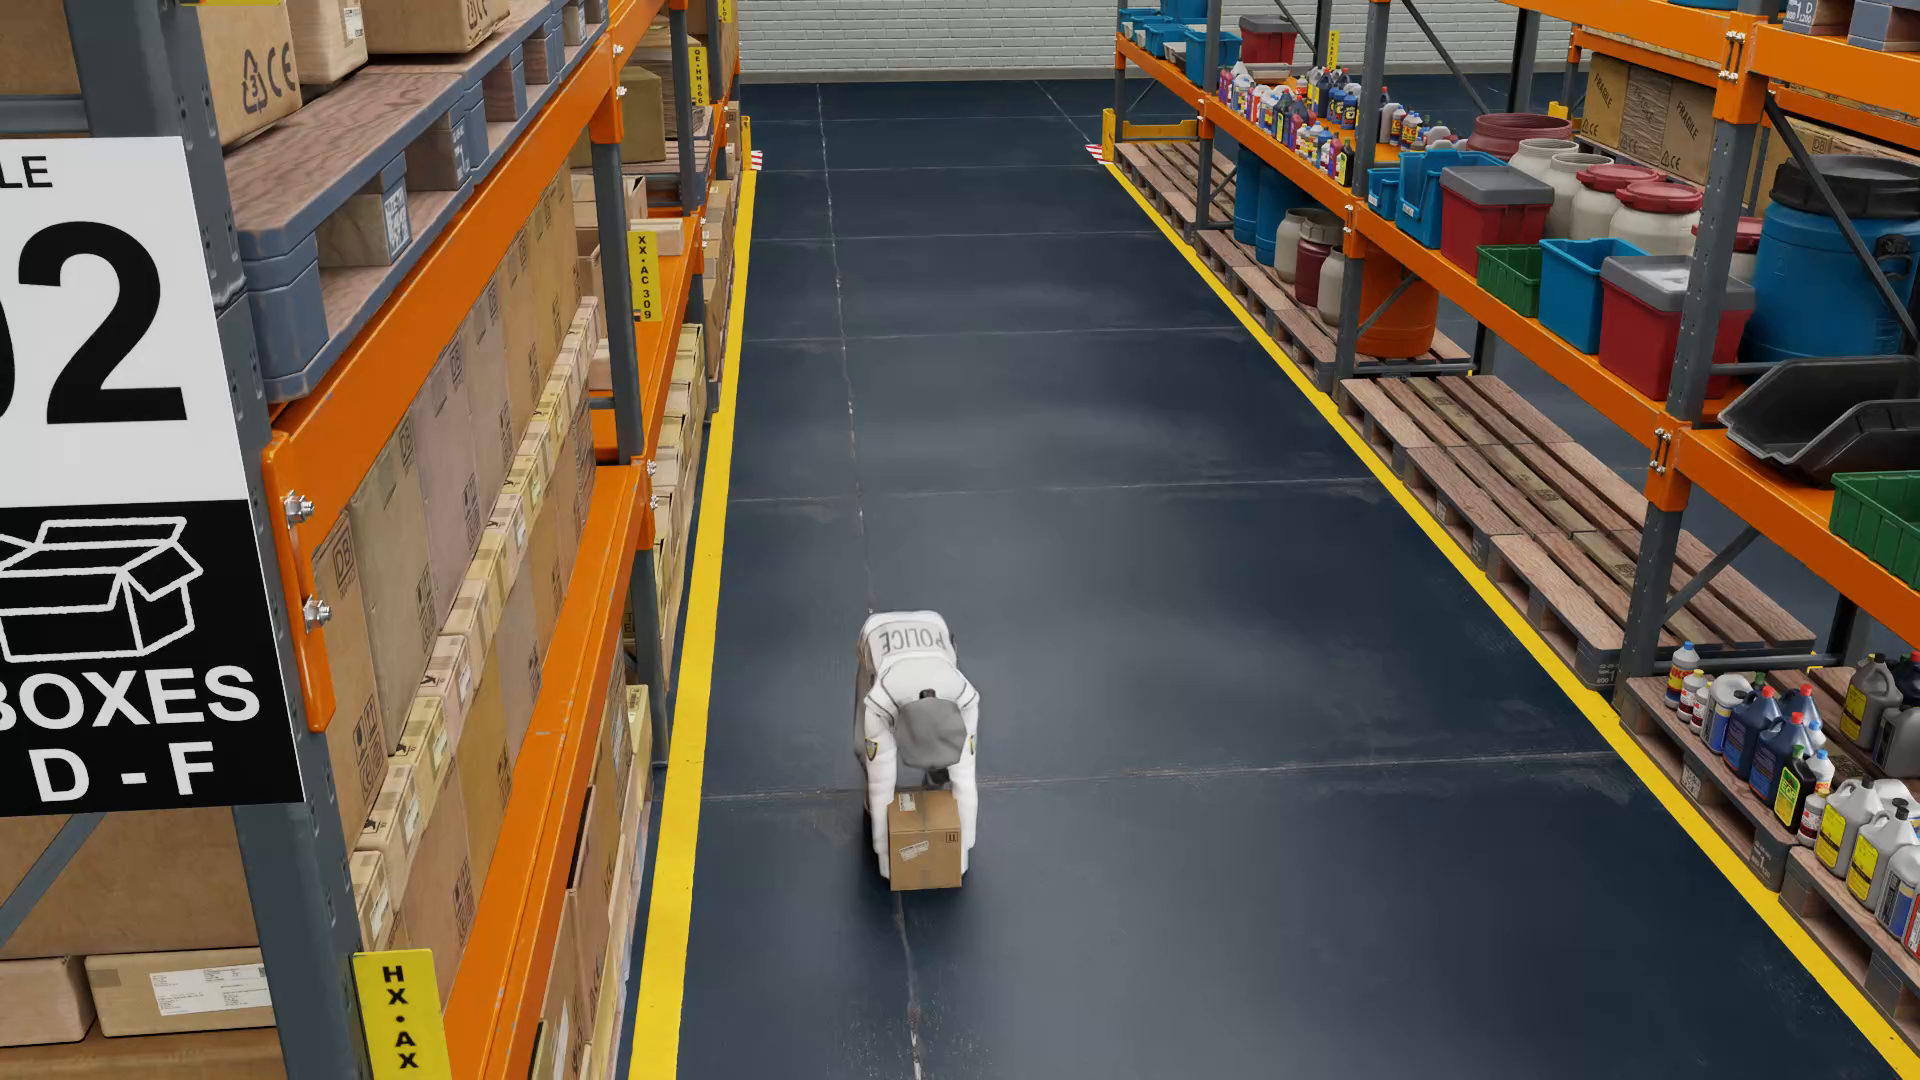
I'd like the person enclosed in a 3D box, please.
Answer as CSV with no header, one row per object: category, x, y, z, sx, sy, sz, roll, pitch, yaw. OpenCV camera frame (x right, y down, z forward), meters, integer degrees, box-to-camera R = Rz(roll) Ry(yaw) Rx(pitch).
person,-0.167,0.728,6.096,0.451,0.772,0.911,-2,24,-5
